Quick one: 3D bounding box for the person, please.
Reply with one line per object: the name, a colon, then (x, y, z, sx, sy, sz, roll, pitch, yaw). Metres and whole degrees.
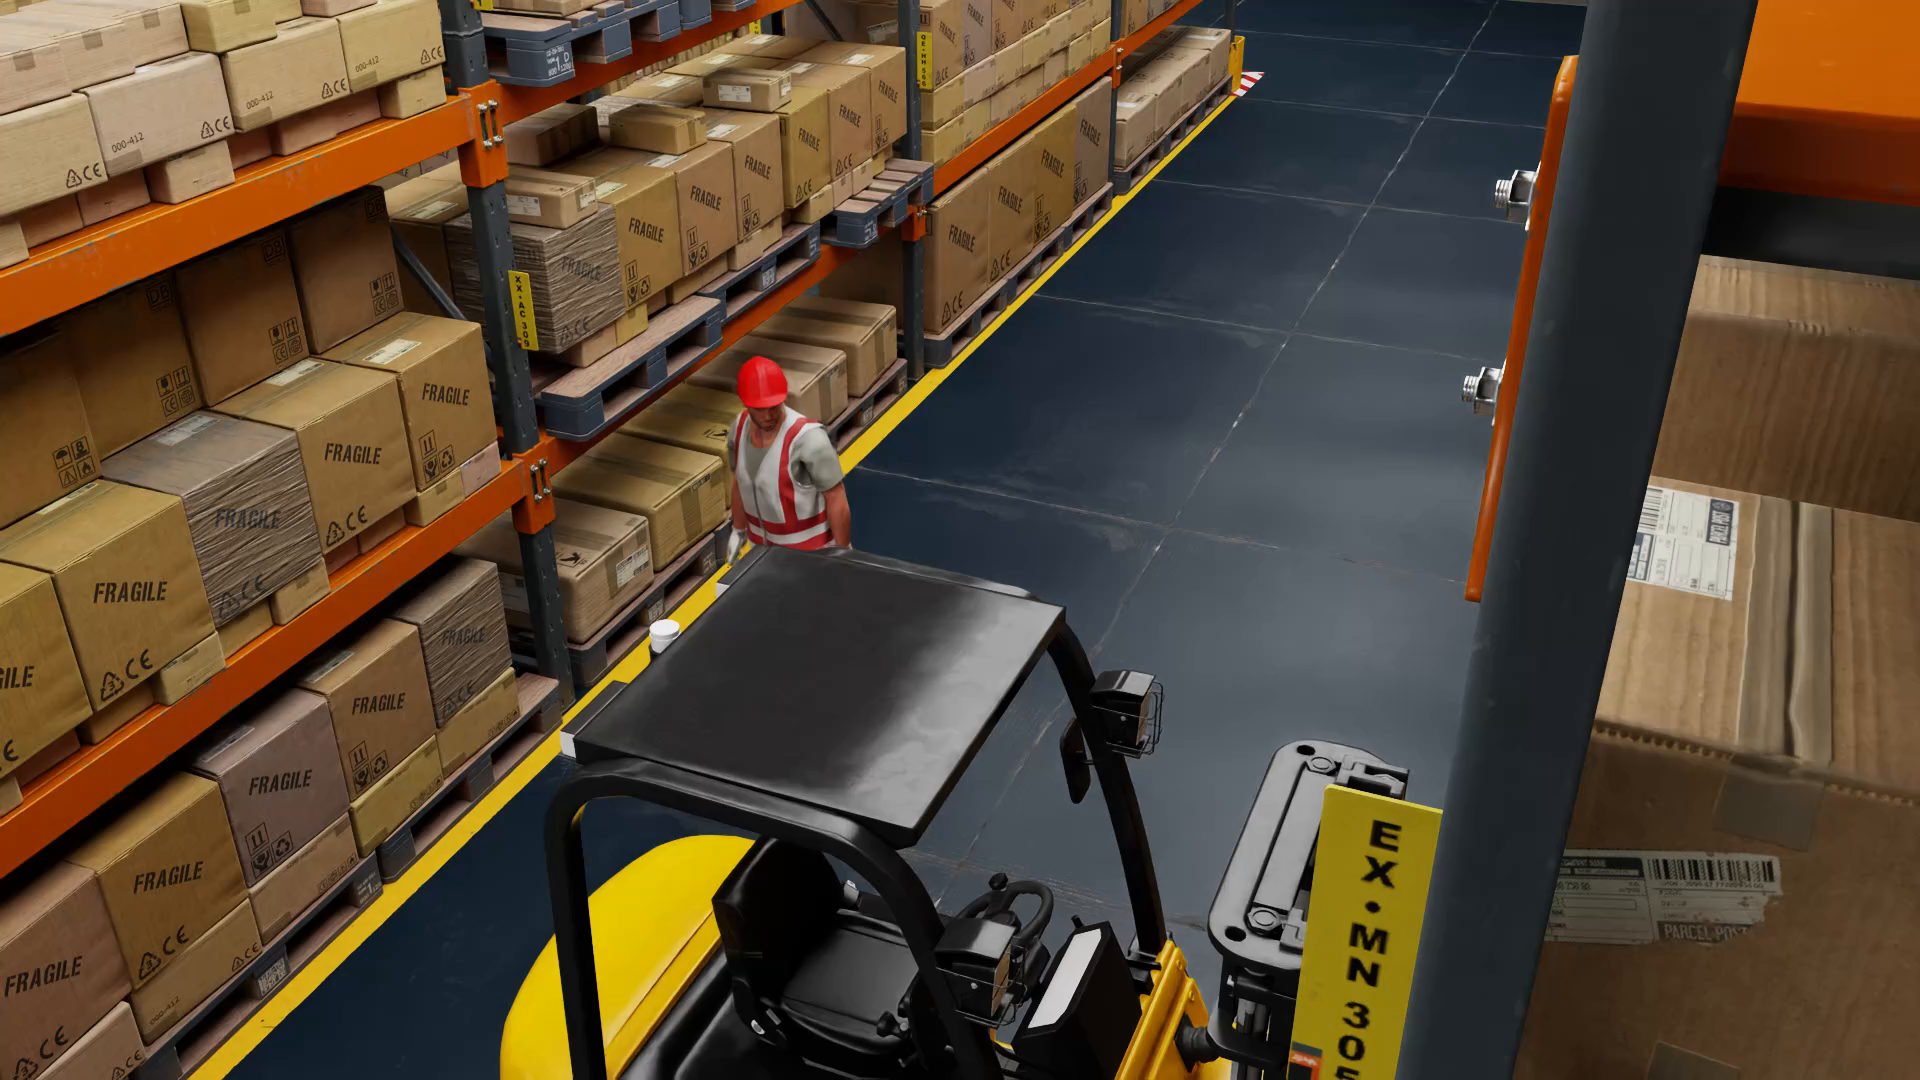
person: (-0.706, 0.060, 6.964, 0.737, 1.781, 0.390, 24, 37, 36)
